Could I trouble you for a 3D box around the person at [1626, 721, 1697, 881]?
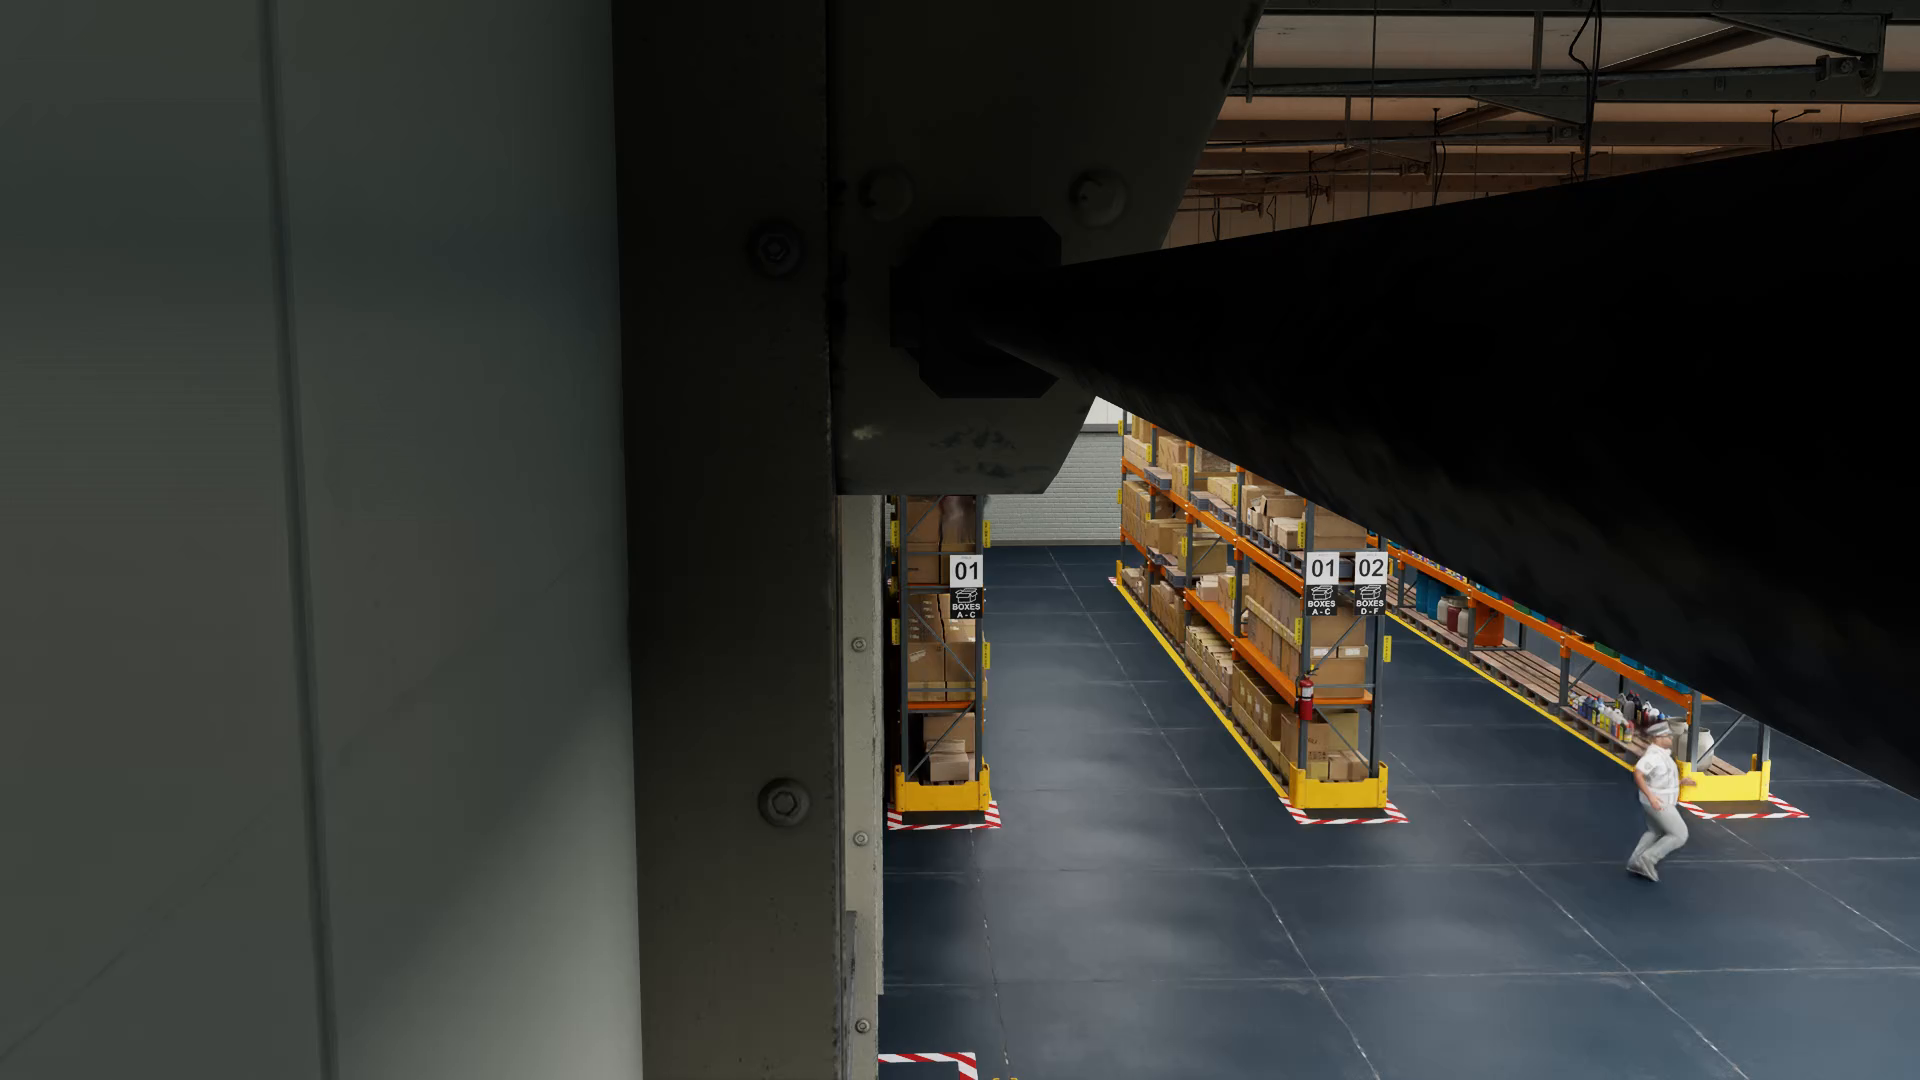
[{"bbox_3d":[7.605,2.821,17.986,0.659,1.754,0.647,4,9,22],"label":"person"}]
